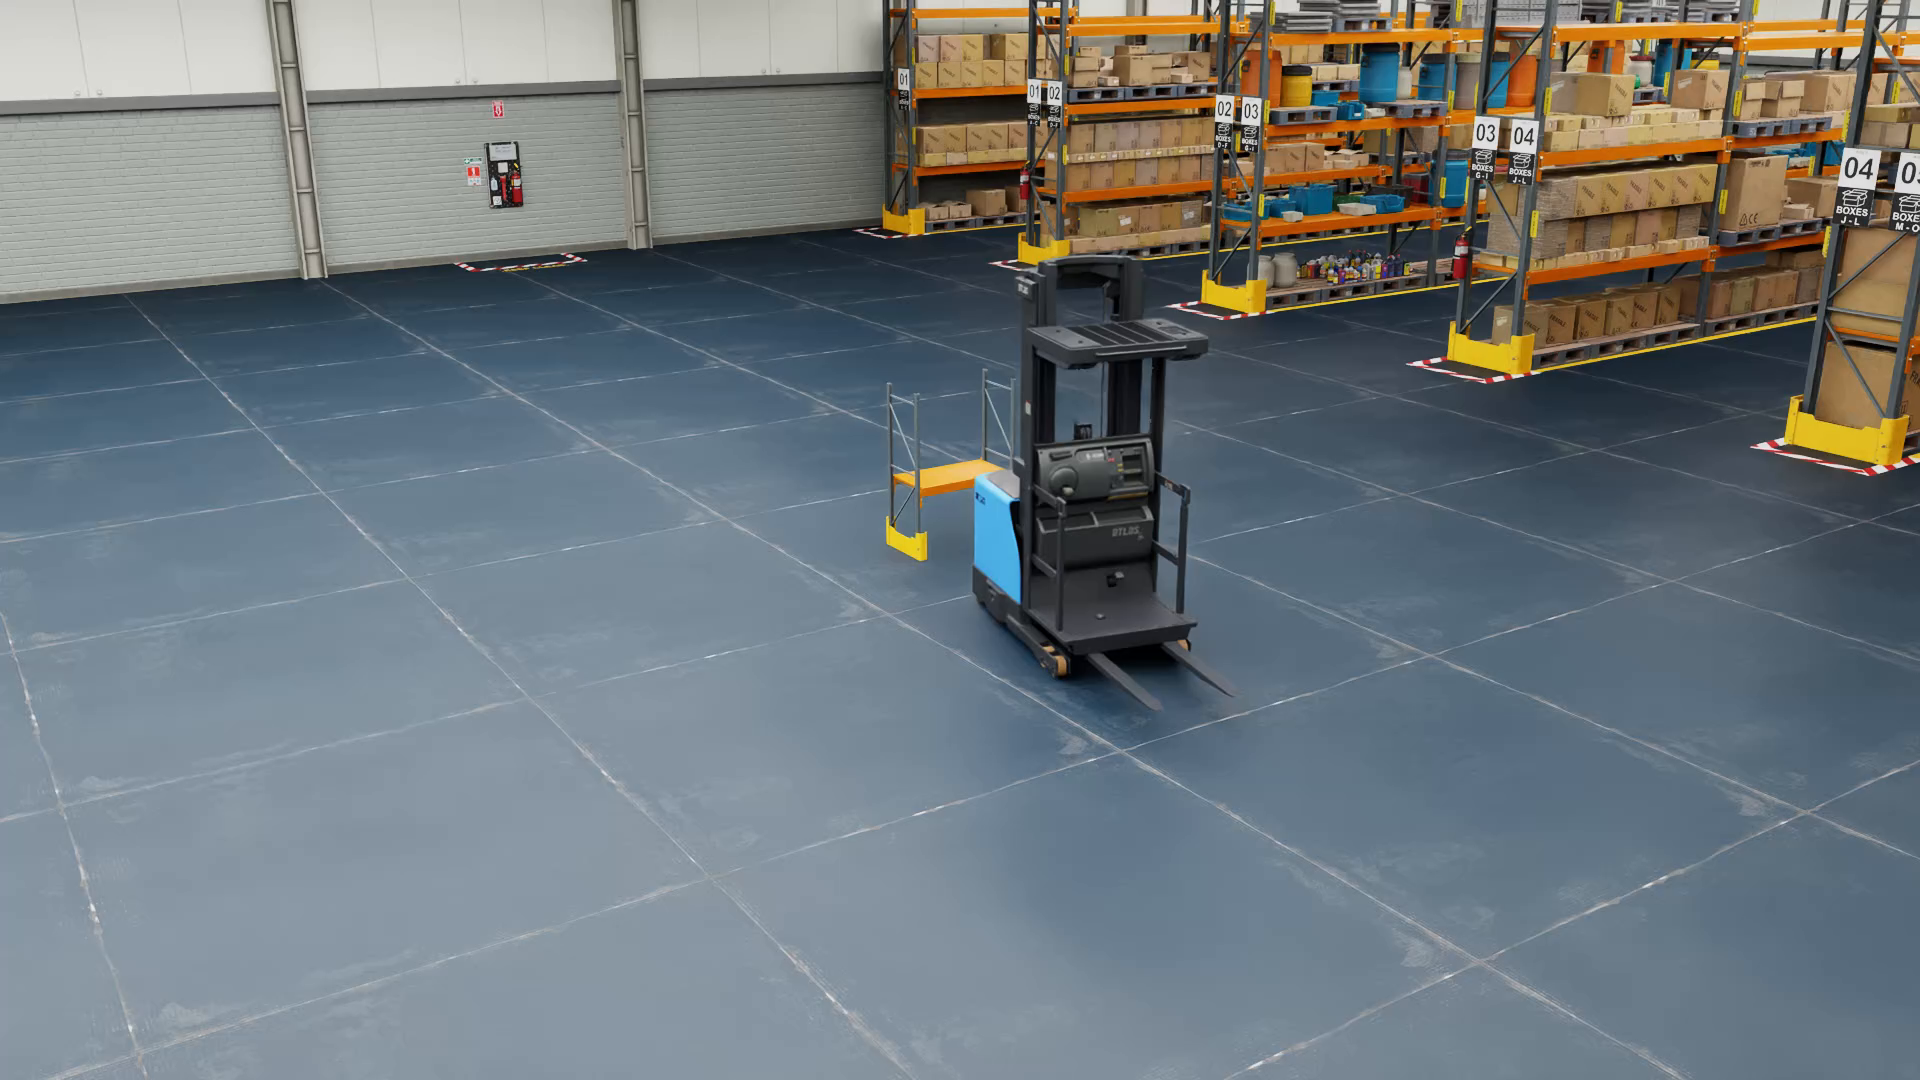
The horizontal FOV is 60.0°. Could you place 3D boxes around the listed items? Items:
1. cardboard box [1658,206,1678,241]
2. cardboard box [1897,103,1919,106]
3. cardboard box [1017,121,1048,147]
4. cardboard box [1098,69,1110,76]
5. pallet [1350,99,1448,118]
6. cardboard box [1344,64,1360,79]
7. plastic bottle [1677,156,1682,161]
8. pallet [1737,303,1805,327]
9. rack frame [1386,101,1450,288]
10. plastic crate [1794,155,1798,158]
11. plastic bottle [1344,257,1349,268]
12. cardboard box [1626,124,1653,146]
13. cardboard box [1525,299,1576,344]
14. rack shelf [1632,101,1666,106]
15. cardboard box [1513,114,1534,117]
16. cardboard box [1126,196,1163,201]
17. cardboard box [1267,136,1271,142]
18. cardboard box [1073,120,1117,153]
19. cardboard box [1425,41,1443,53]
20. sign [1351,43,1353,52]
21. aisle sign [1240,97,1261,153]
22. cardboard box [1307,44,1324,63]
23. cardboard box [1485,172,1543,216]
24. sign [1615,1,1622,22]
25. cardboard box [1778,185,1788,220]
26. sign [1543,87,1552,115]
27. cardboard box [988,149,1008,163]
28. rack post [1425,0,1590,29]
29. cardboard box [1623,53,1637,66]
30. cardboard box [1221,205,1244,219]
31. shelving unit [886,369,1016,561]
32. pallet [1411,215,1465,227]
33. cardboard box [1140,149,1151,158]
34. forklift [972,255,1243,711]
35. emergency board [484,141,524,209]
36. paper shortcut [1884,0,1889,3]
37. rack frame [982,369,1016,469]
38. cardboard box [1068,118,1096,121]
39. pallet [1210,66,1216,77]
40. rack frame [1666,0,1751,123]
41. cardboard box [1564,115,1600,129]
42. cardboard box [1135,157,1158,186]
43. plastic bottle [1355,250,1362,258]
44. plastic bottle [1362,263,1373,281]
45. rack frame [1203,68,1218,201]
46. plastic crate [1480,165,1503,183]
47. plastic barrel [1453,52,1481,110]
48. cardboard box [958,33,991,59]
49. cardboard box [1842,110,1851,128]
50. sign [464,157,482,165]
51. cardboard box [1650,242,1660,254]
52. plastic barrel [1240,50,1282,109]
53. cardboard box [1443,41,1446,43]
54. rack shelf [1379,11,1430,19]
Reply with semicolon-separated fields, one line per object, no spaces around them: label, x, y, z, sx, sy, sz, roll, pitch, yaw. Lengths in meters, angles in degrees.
cardboard box;9.458;-4.485;23.206;0.500;0.500;0.875;-12;22;-31
cardboard box;10.125;-4.554;17.682;0.250;0.149;0.380;-11;22;-31
cardboard box;1.493;-8.451;34.590;0.500;0.500;0.500;-12;22;-32
cardboard box;2.335;-8.272;29.706;0.500;0.250;0.500;-12;22;-31
pallet;7.032;-6.941;26.703;1.003;0.211;1.213;-12;22;-31
cardboard box;7.852;-9.247;32.807;0.500;0.250;0.500;-14;23;-35
plastic bottle;13.756;-7.166;31.835;0.185;0.351;0.144;-12;22;-31
pallet;11.974;-3.471;25.181;1.213;0.211;1.003;-12;22;-31
rack frame;7.581;-5.763;27.607;0.127;3.000;1.000;-12;22;-31
plastic crate;16.902;-7.790;33.922;0.298;0.136;0.250;-12;22;-31
plastic bottle;6.418;-4.578;27.676;0.097;0.271;0.097;0;19;0
cardboard box;8.784;-5.371;21.998;0.500;0.250;0.500;-11;22;-30
cardboard box;7.975;-2.968;22.588;0.500;0.500;0.500;-6;20;-17
rack shelf;12.592;-7.900;30.367;4.000;0.370;1.077;-12;22;-31
cardboard box;7.306;-5.419;21.518;0.250;0.149;0.380;-13;22;-33
cardboard box;3.465;-6.166;31.266;0.500;0.500;0.500;-12;22;-31
cardboard box;6.934;-9.238;38.247;0.250;0.149;0.380;-12;22;-31
cardboard box;2.396;-7.228;29.759;0.500;0.500;0.700;-13;22;-33
cardboard box;9.420;-9.990;33.709;0.500;0.500;0.500;-12;22;-31
sign;9.120;-11.493;38.575;0.005;0.325;0.100;-12;22;-31
aisle sign;4.341;-6.199;24.837;0.004;0.787;0.394;-12;22;-31
cardboard box;8.018;-11.373;38.675;0.500;0.500;0.700;-13;23;-34
cardboard box;7.287;-4.558;21.862;0.500;0.500;0.500;-12;22;-31
sign;11.230;-9.010;28.350;0.005;0.325;0.100;-12;22;-31
cardboard box;11.702;-5.016;24.580;0.637;0.503;0.797;-9;21;-26
sign;7.262;-5.423;20.554;0.005;0.325;0.100;-12;22;-31
cardboard box;0.651;-7.919;34.189;0.500;0.250;0.500;-12;22;-31
rack post;9.178;-9.069;27.708;3.121;1.000;1.013;-12;22;-31
cardboard box;14.593;-10.630;36.774;0.500;0.250;0.500;-12;22;-31
cardboard box;5.342;-6.256;31.829;0.500;0.311;0.500;-12;22;-31
shelving unit;-0.064;-0.697;14.965;1.083;1.500;0.587;-12;22;-31
pallet;9.862;-6.807;35.049;1.213;0.211;1.003;-12;22;-31
cardboard box;3.249;-7.020;30.158;0.250;0.149;0.380;-12;22;-31
forklift;1.093;-0.523;12.217;1.130;2.935;3.031;-7;20;-19
emergency board;-8.196;-6.581;30.027;0.643;1.169;0.194;-12;22;-31
paper shortcut;14.459;-8.423;25.892;0.078;0.170;0.009;25;10;-43
rack frame;0.353;-0.785;15.225;0.032;1.500;0.500;-12;22;-31
cardboard box;2.576;-8.749;35.597;0.500;0.500;0.700;-12;22;-31
pallet;5.981;-10.576;37.456;1.003;0.211;1.213;-11;21;-29
rack frame;10.305;-7.280;22.727;0.127;3.000;1.000;-12;22;-31
cardboard box;8.001;-5.385;21.417;0.250;0.149;0.380;-11;22;-29
cardboard box;3.207;-6.783;30.469;0.500;0.500;0.700;-11;22;-30
plastic bottle;6.678;-4.685;27.868;0.185;0.351;0.144;-11;22;-30
plastic bottle;6.633;-4.372;27.059;0.135;0.276;0.152;-11;22;-30
rack frame;5.473;-9.117;37.529;0.127;3.000;1.000;-12;22;-31
plastic crate;9.403;-6.295;29.081;0.583;0.464;0.402;-12;22;-31
plastic barrel;8.432;-7.684;27.823;0.600;0.901;0.600;0;19;0
cardboard box;0.305;-10.072;33.921;0.500;0.500;0.500;-12;22;-31
cardboard box;12.976;-6.252;24.605;0.500;0.250;0.500;-12;22;-32
sign;-8.706;-6.777;29.725;0.331;0.109;0.001;-12;22;-31
cardboard box;9.402;-4.050;22.934;0.250;0.149;0.380;-12;22;-31
plastic barrel;4.576;-7.001;25.260;0.708;0.830;0.600;-12;22;-31
cardboard box;11.693;-12.276;40.440;0.500;0.500;0.500;-12;22;-32
rack shelf;10.484;-12.486;39.873;4.000;0.370;1.077;-12;22;-31
